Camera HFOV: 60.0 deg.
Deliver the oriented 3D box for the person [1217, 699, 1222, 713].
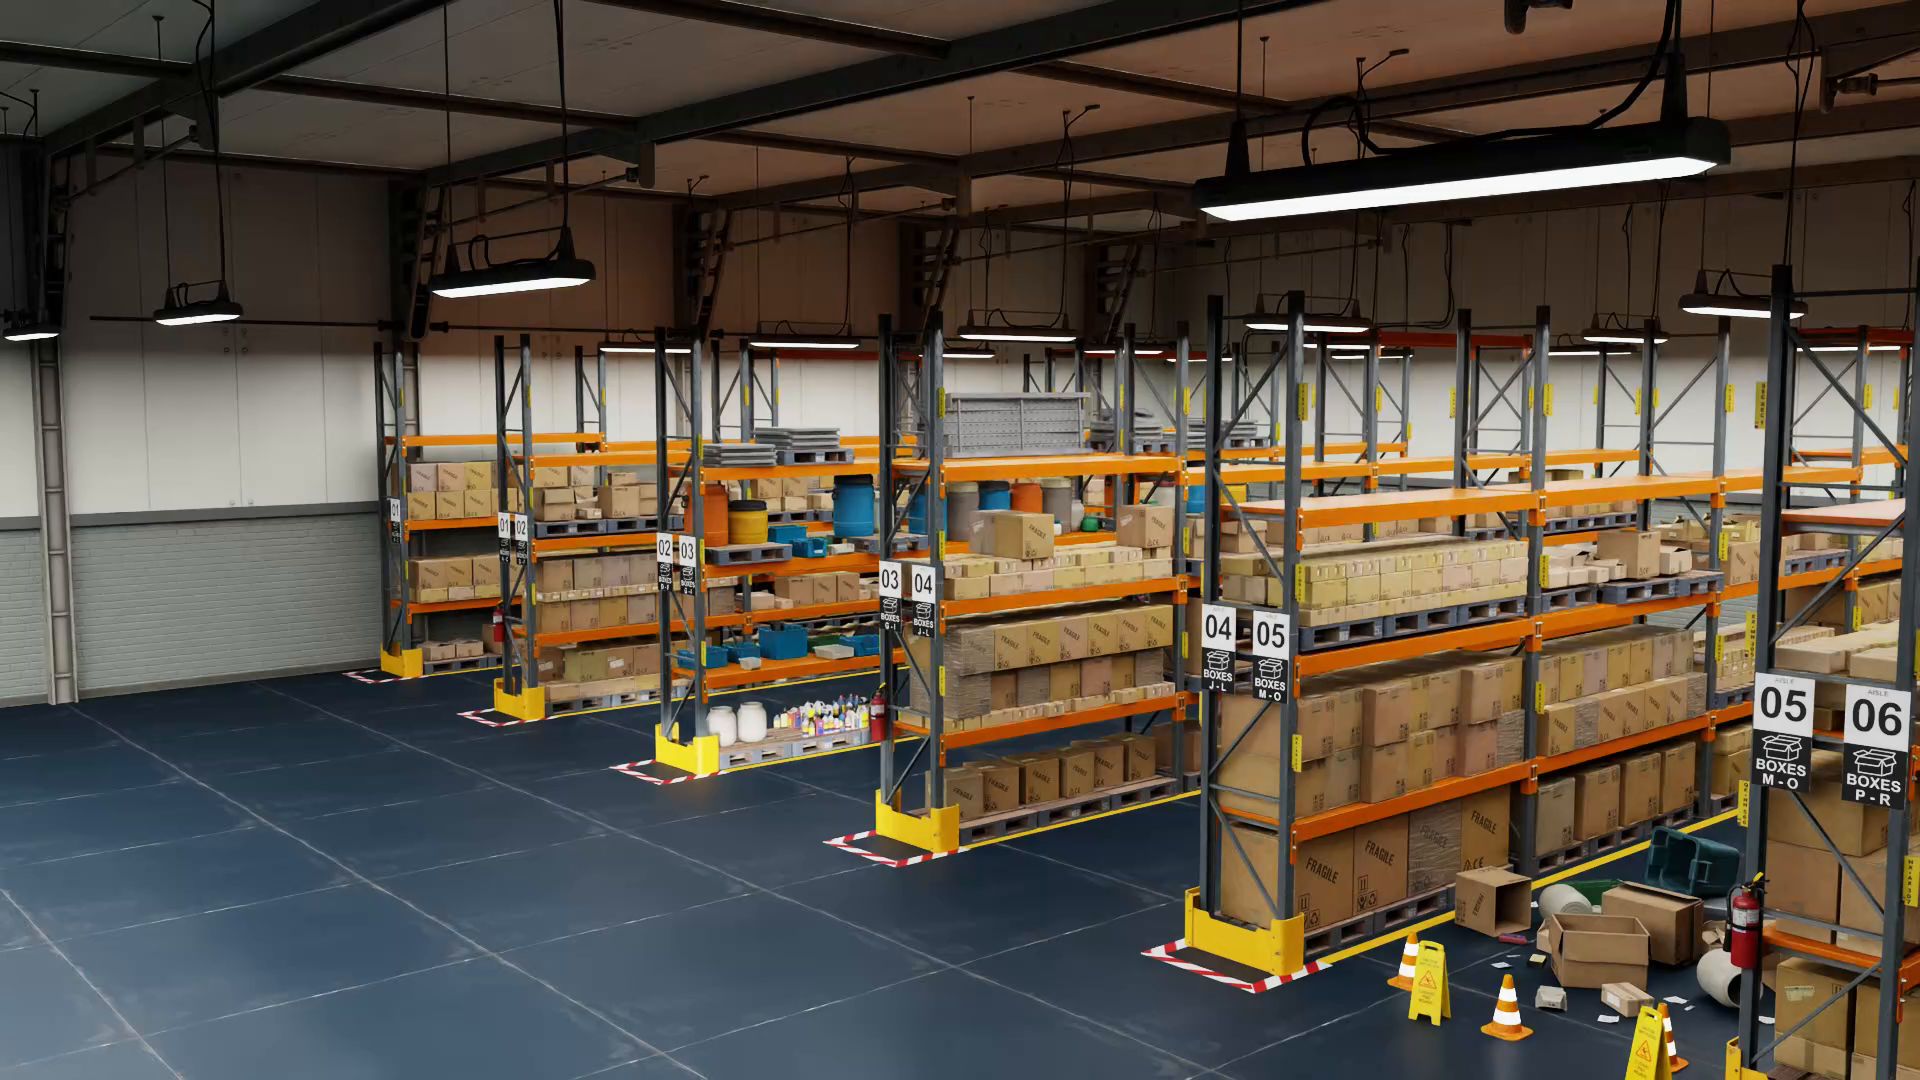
[{"bbox_3d":[4.052,2.083,24.724,0.497,1.670,0.465,2,5,17],"label":"person"}]
